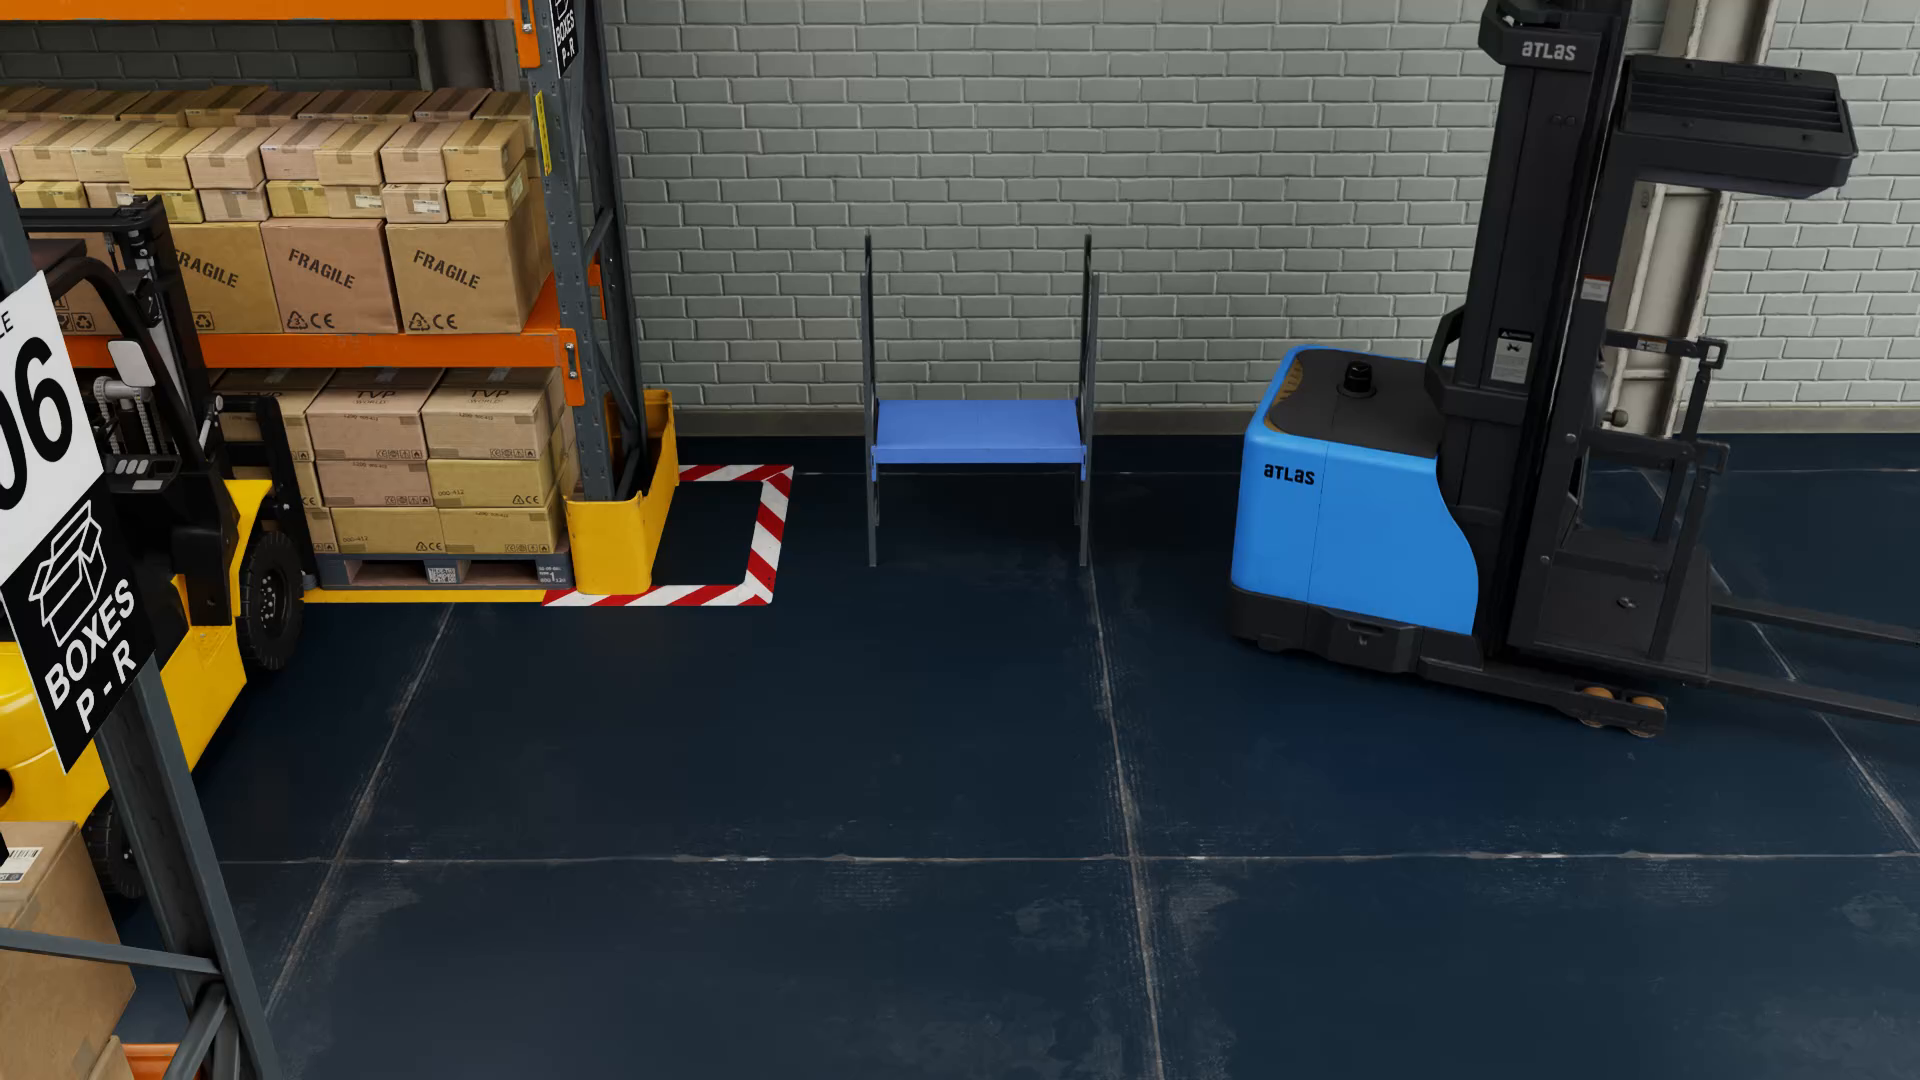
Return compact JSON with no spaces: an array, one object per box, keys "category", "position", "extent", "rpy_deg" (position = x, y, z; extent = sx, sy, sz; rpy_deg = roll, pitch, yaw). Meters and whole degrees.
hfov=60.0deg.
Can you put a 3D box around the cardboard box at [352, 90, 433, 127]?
[{"category":"cardboard box","position":[-2.534,-1.892,7.469],"extent":[0.250,0.149,0.380],"rpy_deg":[0,31,1]}]

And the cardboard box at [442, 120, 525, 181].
[{"category":"cardboard box","position":[-2.028,-1.664,7.092],"extent":[0.250,0.149,0.380],"rpy_deg":[0,31,0]}]

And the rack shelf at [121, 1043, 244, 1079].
[{"category":"rack shelf","position":[-3.637,1.562,3.478],"extent":[4.000,0.370,1.077],"rpy_deg":[0,31,0]}]

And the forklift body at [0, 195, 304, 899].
[{"category":"forklift body","position":[-3.556,-0.012,6.196],"extent":[1.214,2.155,2.313],"rpy_deg":[0,31,0]}]

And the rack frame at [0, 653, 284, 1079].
[{"category":"rack frame","position":[-1.637,1.248,3.302],"extent":[0.127,3.000,1.000],"rpy_deg":[0,31,0]}]

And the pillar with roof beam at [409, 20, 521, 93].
[{"category":"pillar with roof beam","position":[-2.347,-2.124,3.076],"extent":[0.400,9.000,9.100],"rpy_deg":[0,31,0]}]

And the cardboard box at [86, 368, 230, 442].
[{"category":"cardboard box","position":[-3.651,-0.586,7.606],"extent":[0.500,0.250,0.500],"rpy_deg":[-1,31,-1]}]

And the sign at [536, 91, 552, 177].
[{"category":"sign","position":[-1.681,-1.642,6.719],"extent":[0.005,0.325,0.100],"rpy_deg":[0,31,0]}]

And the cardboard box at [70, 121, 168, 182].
[{"category":"cardboard box","position":[-3.562,-1.656,7.079],"extent":[0.250,0.149,0.380],"rpy_deg":[0,31,0]}]

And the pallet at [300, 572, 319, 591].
[{"category":"pallet","position":[-3.652,-0.108,8.225],"extent":[1.213,0.211,1.003],"rpy_deg":[0,31,0]}]

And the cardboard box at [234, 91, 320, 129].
[{"category":"cardboard box","position":[-3.045,-1.886,7.458],"extent":[0.250,0.149,0.380],"rpy_deg":[1,31,1]}]

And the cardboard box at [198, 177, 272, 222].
[{"category":"cardboard box","position":[-3.046,-1.495,7.101],"extent":[0.250,0.149,0.380],"rpy_deg":[-1,31,-2]}]

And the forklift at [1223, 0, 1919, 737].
[{"category":"forklift","position":[2.755,-0.748,6.657],"extent":[3.031,2.935,1.130],"rpy_deg":[11,33,18]}]

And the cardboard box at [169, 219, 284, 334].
[{"category":"cardboard box","position":[-3.193,-1.233,7.295],"extent":[0.500,0.500,0.500],"rpy_deg":[-1,31,-1]}]

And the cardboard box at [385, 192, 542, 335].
[{"category":"cardboard box","position":[-2.161,-1.232,7.292],"extent":[0.500,0.500,0.500],"rpy_deg":[-1,31,-1]}]

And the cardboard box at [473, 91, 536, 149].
[{"category":"cardboard box","position":[-2.008,-1.884,7.455],"extent":[0.250,0.149,0.380],"rpy_deg":[-1,31,-1]}]

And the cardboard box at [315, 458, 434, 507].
[{"category":"cardboard box","position":[-2.657,-0.385,7.757],"extent":[0.500,0.250,0.500],"rpy_deg":[0,31,-1]}]

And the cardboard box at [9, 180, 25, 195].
[{"category":"cardboard box","position":[-4.070,-1.488,7.089],"extent":[0.250,0.149,0.380],"rpy_deg":[-1,31,-2]}]

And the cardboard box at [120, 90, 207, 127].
[{"category":"cardboard box","position":[-3.555,-1.894,7.471],"extent":[0.250,0.149,0.380],"rpy_deg":[0,31,0]}]

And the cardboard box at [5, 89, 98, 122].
[{"category":"cardboard box","position":[-4.073,-1.907,7.492],"extent":[0.250,0.149,0.380],"rpy_deg":[-1,31,-1]}]

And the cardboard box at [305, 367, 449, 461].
[{"category":"cardboard box","position":[-2.640,-0.590,7.613],"extent":[0.500,0.250,0.500],"rpy_deg":[0,31,1]}]

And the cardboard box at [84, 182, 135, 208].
[{"category":"cardboard box","position":[-3.549,-1.530,7.158],"extent":[0.250,0.149,0.380],"rpy_deg":[0,31,-1]}]

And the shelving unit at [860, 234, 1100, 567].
[{"category":"shelving unit","position":[0.085,-0.641,7.861],"extent":[1.048,1.500,0.538],"rpy_deg":[0,31,0]}]

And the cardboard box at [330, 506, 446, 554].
[{"category":"cardboard box","position":[-2.636,-0.169,7.883],"extent":[0.500,0.250,0.500],"rpy_deg":[0,31,0]}]

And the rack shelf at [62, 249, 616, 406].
[{"category":"rack shelf","position":[-3.671,-1.013,7.722],"extent":[4.000,0.370,1.077],"rpy_deg":[0,31,0]}]

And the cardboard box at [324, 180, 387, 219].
[{"category":"cardboard box","position":[-2.531,-1.515,7.134],"extent":[0.250,0.149,0.380],"rpy_deg":[0,31,1]}]

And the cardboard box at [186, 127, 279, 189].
[{"category":"cardboard box","position":[-3.045,-1.611,7.006],"extent":[0.250,0.149,0.380],"rpy_deg":[1,31,1]}]

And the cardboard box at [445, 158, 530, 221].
[{"category":"cardboard box","position":[-2.016,-1.501,7.110],"extent":[0.250,0.149,0.380],"rpy_deg":[0,31,0]}]

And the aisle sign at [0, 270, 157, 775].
[{"category":"aisle sign","position":[-1.577,-0.025,2.893],"extent":[0.004,0.787,0.394],"rpy_deg":[0,31,0]}]

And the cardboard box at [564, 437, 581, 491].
[{"category":"cardboard box","position":[-2.163,-0.431,8.314],"extent":[0.500,0.250,0.500],"rpy_deg":[0,31,0]}]

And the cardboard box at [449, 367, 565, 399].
[{"category":"cardboard box","position":[-2.153,-0.855,8.049],"extent":[0.500,0.250,0.500],"rpy_deg":[-1,31,-1]}]

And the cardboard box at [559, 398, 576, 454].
[{"category":"cardboard box","position":[-2.142,-0.651,8.195],"extent":[0.500,0.250,0.500],"rpy_deg":[0,31,1]}]

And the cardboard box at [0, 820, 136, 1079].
[{"category":"cardboard box","position":[-2.112,0.936,3.433],"extent":[0.500,0.500,0.500],"rpy_deg":[-1,31,-1]}]

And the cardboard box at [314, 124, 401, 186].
[{"category":"cardboard box","position":[-2.536,-1.632,7.040],"extent":[0.250,0.149,0.380],"rpy_deg":[0,31,1]}]

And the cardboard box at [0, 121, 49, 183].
[{"category":"cardboard box","position":[-4.062,-1.654,7.076],"extent":[0.250,0.149,0.380],"rpy_deg":[0,31,0]}]

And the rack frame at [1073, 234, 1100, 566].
[{"category":"rack frame","position":[0.594,-0.643,7.864],"extent":[0.032,1.500,0.500],"rpy_deg":[0,31,0]}]
